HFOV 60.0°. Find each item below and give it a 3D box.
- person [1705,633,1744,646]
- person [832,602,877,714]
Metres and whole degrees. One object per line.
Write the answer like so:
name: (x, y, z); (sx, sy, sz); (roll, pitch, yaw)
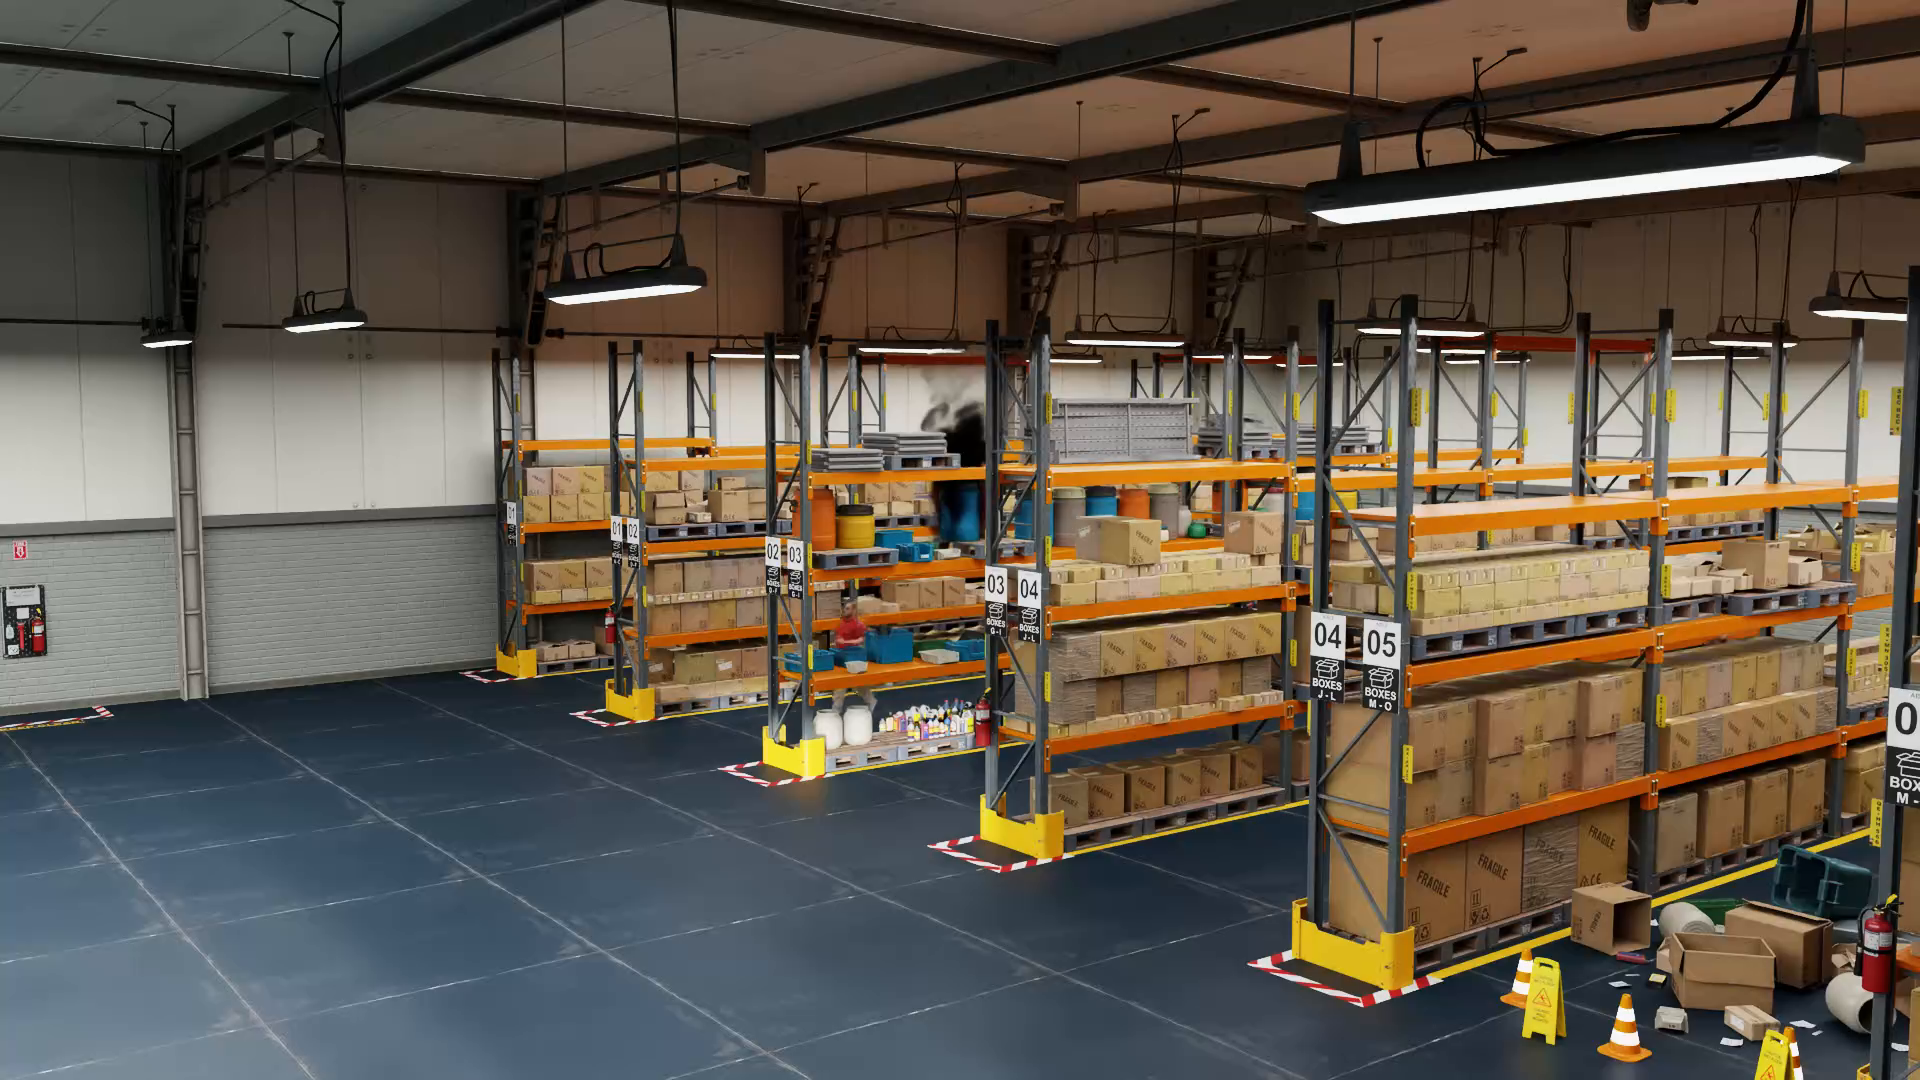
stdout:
person: (11.468, 2.105, 24.867); (0.934, 1.704, 0.684); (-3, 6, -30)
person: (-1.702, 1.855, 25.201); (0.844, 1.696, 0.672); (-4, 7, -40)
